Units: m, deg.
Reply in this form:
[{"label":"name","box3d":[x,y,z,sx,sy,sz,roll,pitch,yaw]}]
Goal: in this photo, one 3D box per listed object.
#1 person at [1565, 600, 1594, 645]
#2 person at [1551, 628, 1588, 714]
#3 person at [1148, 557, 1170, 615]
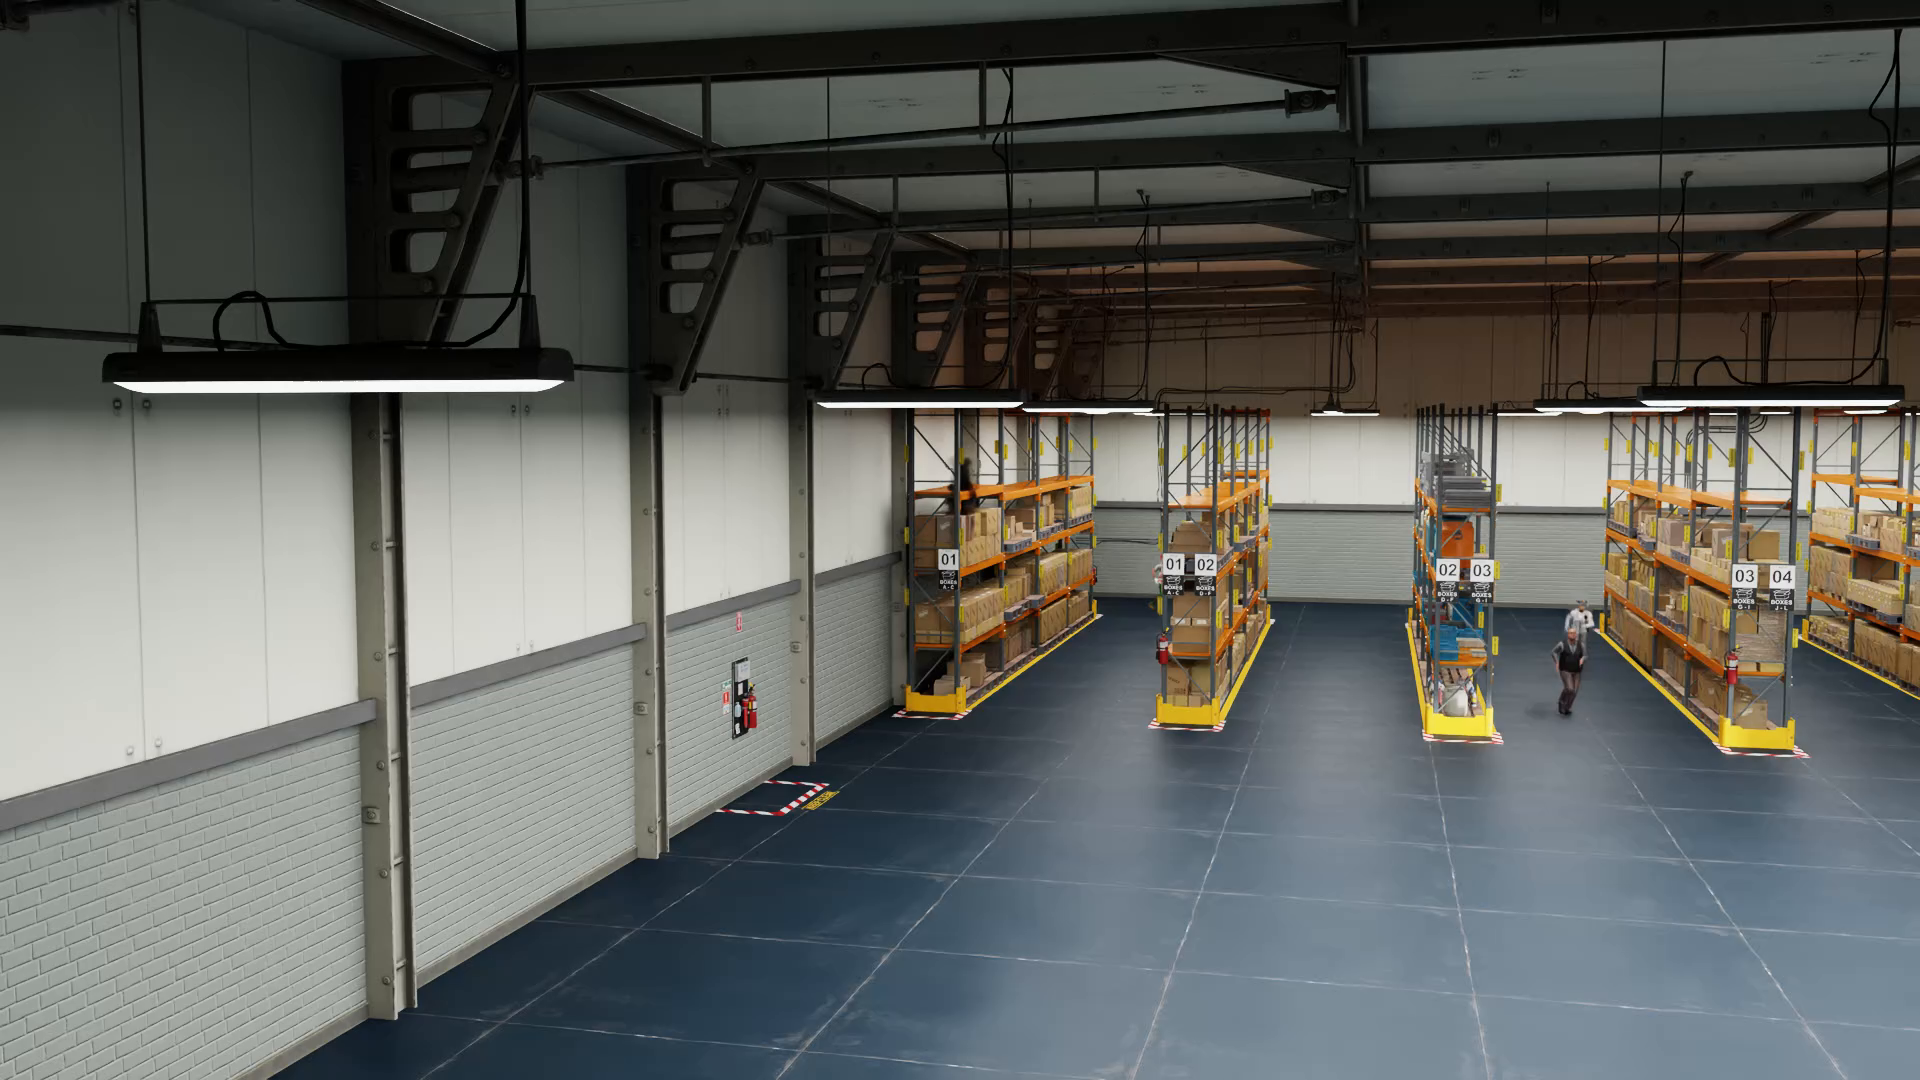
[{"label":"person","box3d":[14.351,2.138,38.552,0.611,1.547,0.838,1,4,18]},{"label":"person","box3d":[11.764,2.539,31.976,0.626,1.685,0.660,0,4,0]},{"label":"person","box3d":[5.942,1.294,48.769,0.715,1.734,0.925,-4,6,-44]}]
